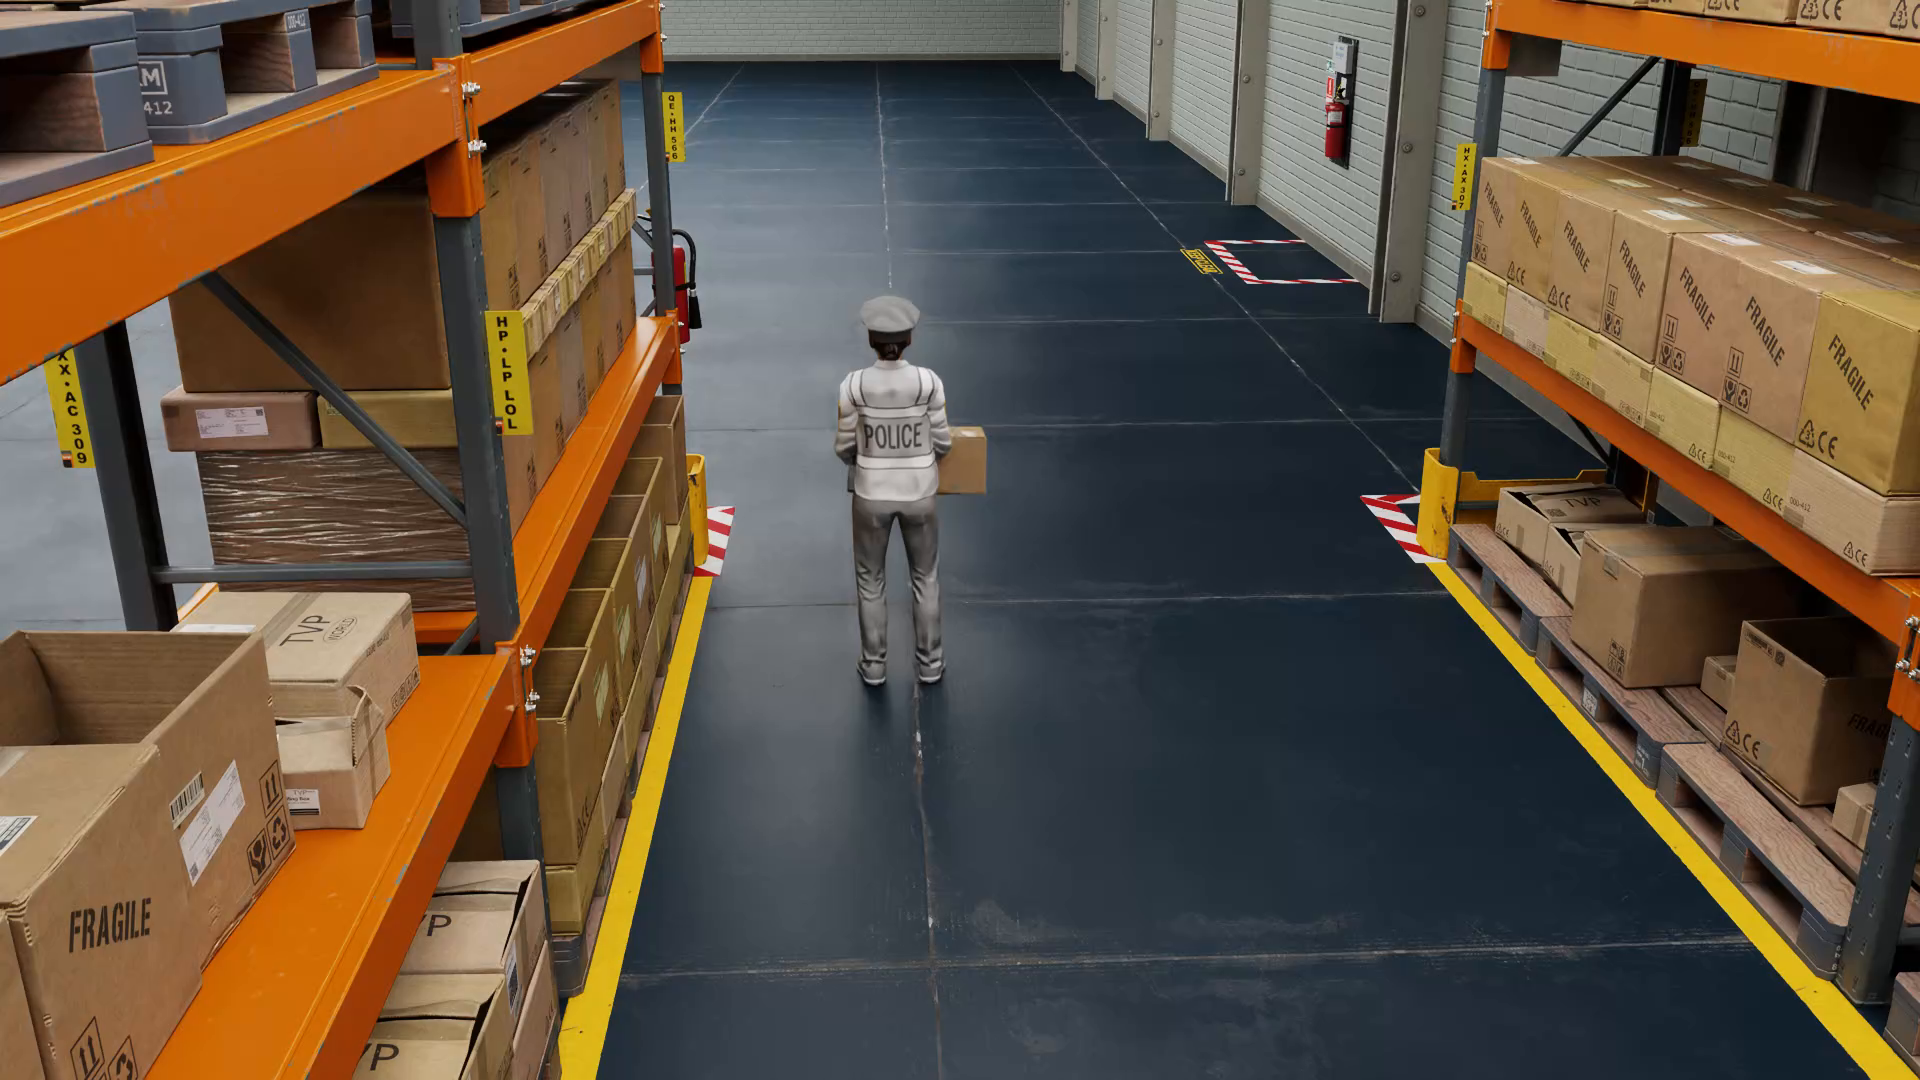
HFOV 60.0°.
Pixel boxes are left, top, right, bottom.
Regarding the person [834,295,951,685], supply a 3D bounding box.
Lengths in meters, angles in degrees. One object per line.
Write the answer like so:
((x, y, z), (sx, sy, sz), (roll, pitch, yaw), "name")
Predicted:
((-0.285, -0.211, 7.098), (0.492, 1.691, 0.476), (-1, 21, -4), "person")
